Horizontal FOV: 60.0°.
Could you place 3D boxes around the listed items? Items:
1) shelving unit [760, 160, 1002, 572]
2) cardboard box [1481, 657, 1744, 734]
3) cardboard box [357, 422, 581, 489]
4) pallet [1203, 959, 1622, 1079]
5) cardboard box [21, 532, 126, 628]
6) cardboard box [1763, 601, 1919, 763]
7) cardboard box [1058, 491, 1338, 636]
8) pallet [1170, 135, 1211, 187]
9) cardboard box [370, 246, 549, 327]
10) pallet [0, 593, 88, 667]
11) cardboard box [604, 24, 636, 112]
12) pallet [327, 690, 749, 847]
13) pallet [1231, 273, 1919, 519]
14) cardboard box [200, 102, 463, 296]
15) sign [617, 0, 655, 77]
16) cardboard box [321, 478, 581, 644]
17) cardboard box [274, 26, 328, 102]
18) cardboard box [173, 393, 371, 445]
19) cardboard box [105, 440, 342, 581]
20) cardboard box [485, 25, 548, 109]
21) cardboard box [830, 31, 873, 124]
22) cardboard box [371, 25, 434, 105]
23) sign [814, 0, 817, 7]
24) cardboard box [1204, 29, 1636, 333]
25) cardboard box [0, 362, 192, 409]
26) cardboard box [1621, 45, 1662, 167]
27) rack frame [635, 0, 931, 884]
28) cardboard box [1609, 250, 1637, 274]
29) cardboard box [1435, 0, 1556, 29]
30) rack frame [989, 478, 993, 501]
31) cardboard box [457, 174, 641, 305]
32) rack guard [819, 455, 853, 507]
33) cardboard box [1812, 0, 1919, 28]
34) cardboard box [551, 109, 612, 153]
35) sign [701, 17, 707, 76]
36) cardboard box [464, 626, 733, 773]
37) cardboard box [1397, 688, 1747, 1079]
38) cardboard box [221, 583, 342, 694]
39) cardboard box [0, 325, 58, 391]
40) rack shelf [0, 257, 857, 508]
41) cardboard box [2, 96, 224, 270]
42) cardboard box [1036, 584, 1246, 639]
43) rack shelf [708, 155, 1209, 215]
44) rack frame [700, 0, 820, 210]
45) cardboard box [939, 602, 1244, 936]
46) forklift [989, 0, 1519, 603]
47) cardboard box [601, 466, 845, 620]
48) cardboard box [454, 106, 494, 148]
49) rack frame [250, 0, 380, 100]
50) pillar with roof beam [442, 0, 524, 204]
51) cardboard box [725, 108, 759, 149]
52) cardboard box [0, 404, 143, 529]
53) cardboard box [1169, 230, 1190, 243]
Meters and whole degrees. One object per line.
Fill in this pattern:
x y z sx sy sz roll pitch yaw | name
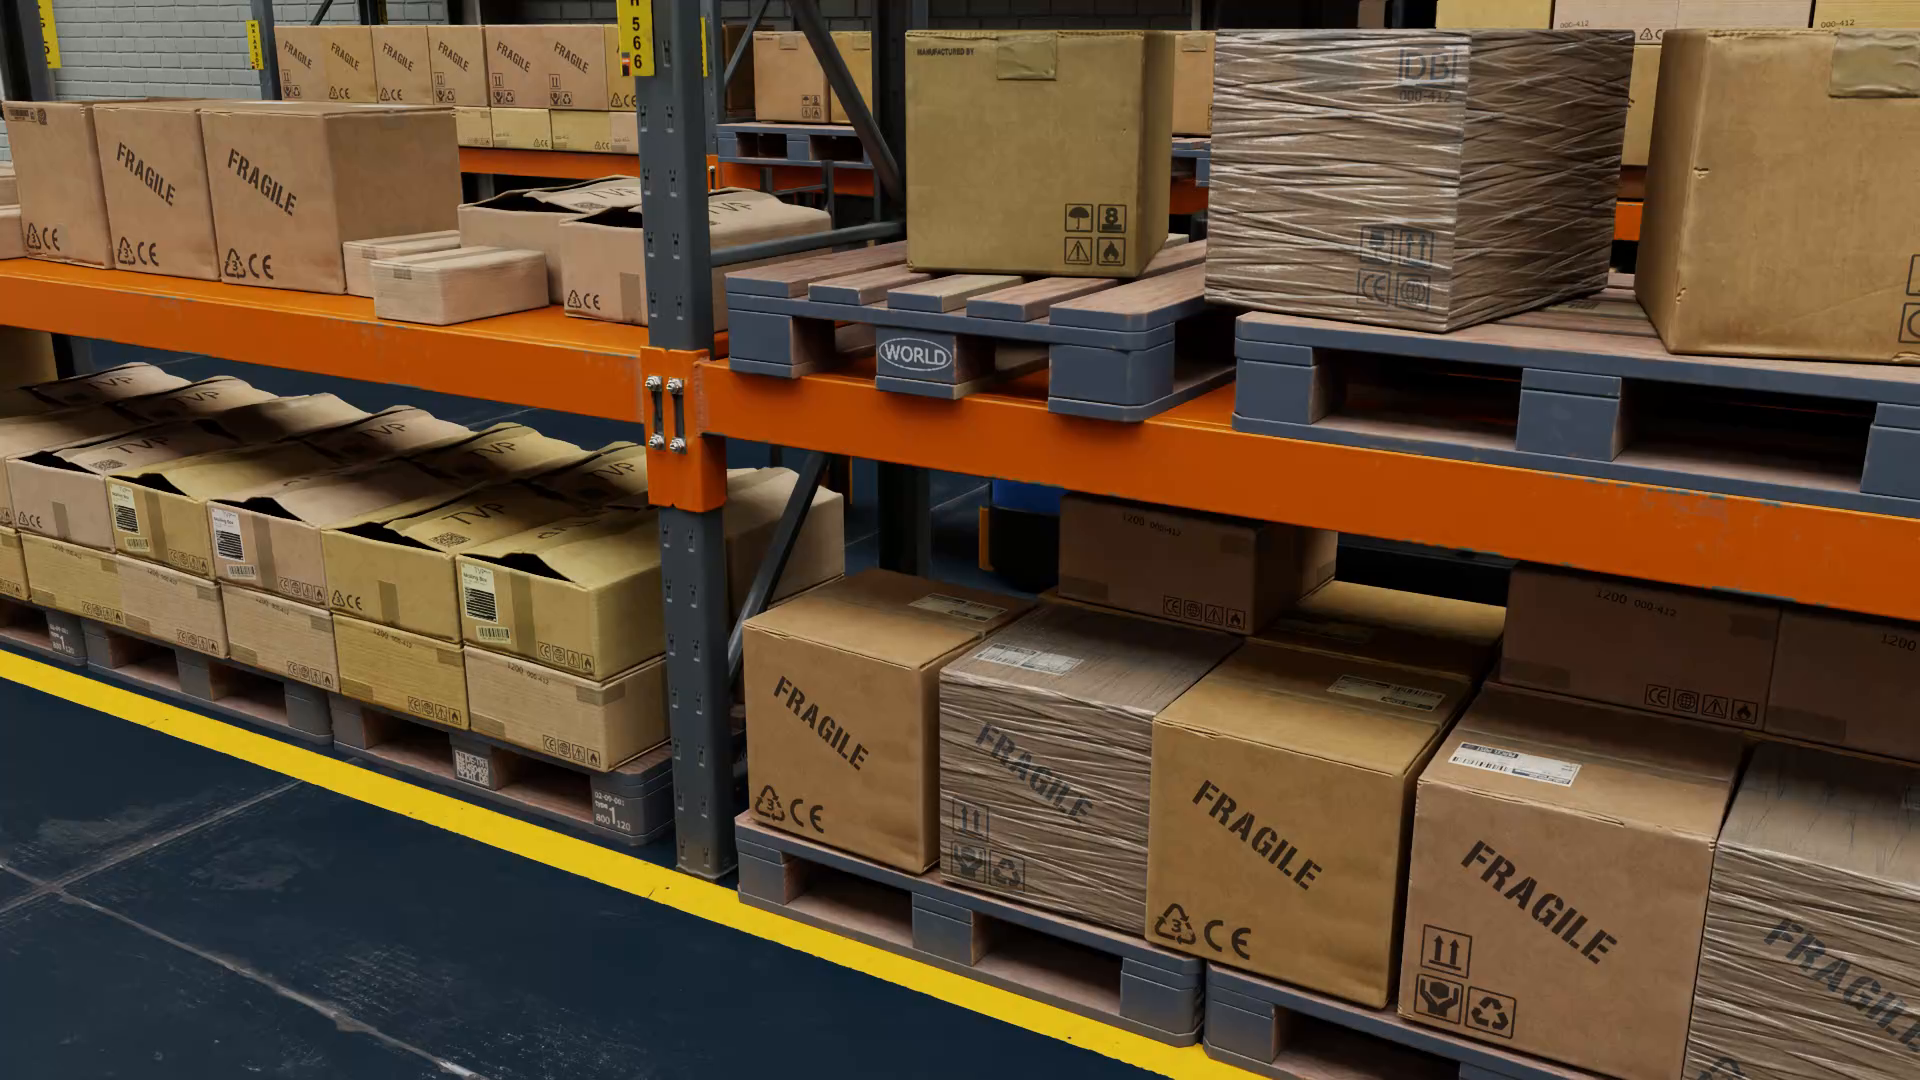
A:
-0.201 -0.739 6.733 1.083 1.500 0.587 9 19 26 | shelving unit
1.417 0.505 3.600 0.500 0.500 0.500 9 19 28 | cardboard box
-1.572 -0.183 5.367 0.500 0.311 0.500 10 19 29 | cardboard box
1.258 0.922 3.484 1.213 0.211 1.003 10 20 30 | pallet
-2.710 0.064 5.518 0.500 0.250 0.500 9 19 28 | cardboard box
1.878 0.228 3.224 0.500 0.250 0.500 10 20 30 | cardboard box
0.576 -0.003 3.983 0.500 0.250 0.500 11 20 32 | cardboard box
1.533 -1.939 8.433 1.003 0.211 1.213 10 20 30 | pallet
-1.305 -0.669 4.356 0.250 0.149 0.380 10 20 30 | cardboard box
-3.154 0.107 6.166 1.213 0.211 1.003 10 20 30 | pallet
-1.778 -2.849 10.033 0.500 0.500 0.500 10 20 30 | cardboard box
-1.075 0.478 4.944 1.213 0.211 1.003 10 20 30 | pallet
1.266 -0.335 3.153 1.213 0.211 1.003 10 20 30 | pallet
-1.832 -1.020 4.907 0.500 0.500 0.500 9 19 27 | cardboard box
-0.681 -1.137 3.472 0.005 0.325 0.100 10 20 30 | sign
-1.415 0.029 4.668 0.500 0.311 0.500 10 19 29 | cardboard box
-4.372 -3.315 11.567 0.500 0.500 0.500 10 20 30 | cardboard box
-2.436 -0.339 5.879 0.500 0.311 0.500 10 20 30 | cardboard box
-2.270 -0.125 5.176 0.500 0.311 0.500 11 20 32 | cardboard box
-2.629 -3.003 10.539 0.500 0.500 0.500 9 19 28 | cardboard box
-0.325 -2.643 9.492 0.500 0.500 0.700 13 21 36 | cardboard box
-3.519 -3.157 11.048 0.500 0.500 0.500 9 19 28 | cardboard box
-0.925 -3.249 10.425 0.005 0.325 0.100 10 20 30 | sign
0.881 -0.716 3.182 0.500 0.500 0.700 15 22 40 | cardboard box
-3.307 -0.493 6.386 0.500 0.311 0.500 10 20 30 | cardboard box
2.917 -1.929 7.353 0.500 0.500 0.500 11 20 32 | cardboard box
-0.394 -0.721 4.095 0.127 3.000 1.000 10 20 30 | rack frame
2.754 -0.977 7.912 0.750 0.750 0.750 10 19 29 | cardboard box
2.472 -2.370 7.514 0.500 0.250 0.500 11 20 31 | cardboard box
0.242 -0.671 6.511 0.032 1.500 0.500 9 19 26 | rack frame
-1.054 -0.863 4.713 0.500 0.311 0.500 10 19 29 | cardboard box
-0.642 -0.208 7.136 0.087 0.250 0.587 9 19 26 | rack guard
3.772 -2.142 6.762 0.500 0.250 0.500 10 19 29 | cardboard box
-2.195 -2.570 10.404 0.500 0.250 0.500 10 20 30 | cardboard box
-1.490 -2.836 9.566 0.005 0.325 0.100 10 20 30 | sign
-0.970 0.374 4.498 0.500 0.250 0.500 11 20 31 | cardboard box
1.166 0.638 3.163 0.500 0.500 0.500 9 19 28 | cardboard box
-1.838 0.219 5.007 0.500 0.250 0.500 11 20 31 | cardboard box
-4.033 -0.722 6.815 0.500 0.500 0.500 10 20 30 | cardboard box
-2.098 -0.681 5.201 4.000 0.370 1.077 10 20 30 | rack shelf
-2.707 -1.177 5.422 0.500 0.500 0.500 12 21 34 | cardboard box
0.526 0.348 4.117 0.500 0.500 0.500 11 20 32 | cardboard box
0.491 -1.909 9.242 4.000 0.370 1.077 10 20 30 | rack shelf
-1.213 -2.557 10.139 0.127 3.000 1.000 10 20 30 | rack frame
0.294 0.483 3.676 0.500 0.500 0.500 9 19 28 | cardboard box
1.656 -1.164 5.671 3.031 2.935 1.130 9 19 27 | forklift
-0.686 -0.027 4.854 0.500 0.311 0.500 11 20 32 | cardboard box
-3.061 -2.719 10.894 0.500 0.250 0.500 10 20 31 | cardboard box
-4.621 -3.166 12.142 0.127 3.000 1.000 10 20 30 | rack frame
-5.825 -5.078 8.114 0.400 9.000 9.100 10 20 30 | pillar with roof beam
-1.501 -2.620 10.568 0.500 0.250 0.500 10 20 31 | cardboard box
-3.157 -0.281 5.690 0.500 0.311 0.500 10 19 29 | cardboard box
1.102 -1.521 8.980 0.500 0.250 0.500 11 20 31 | cardboard box
